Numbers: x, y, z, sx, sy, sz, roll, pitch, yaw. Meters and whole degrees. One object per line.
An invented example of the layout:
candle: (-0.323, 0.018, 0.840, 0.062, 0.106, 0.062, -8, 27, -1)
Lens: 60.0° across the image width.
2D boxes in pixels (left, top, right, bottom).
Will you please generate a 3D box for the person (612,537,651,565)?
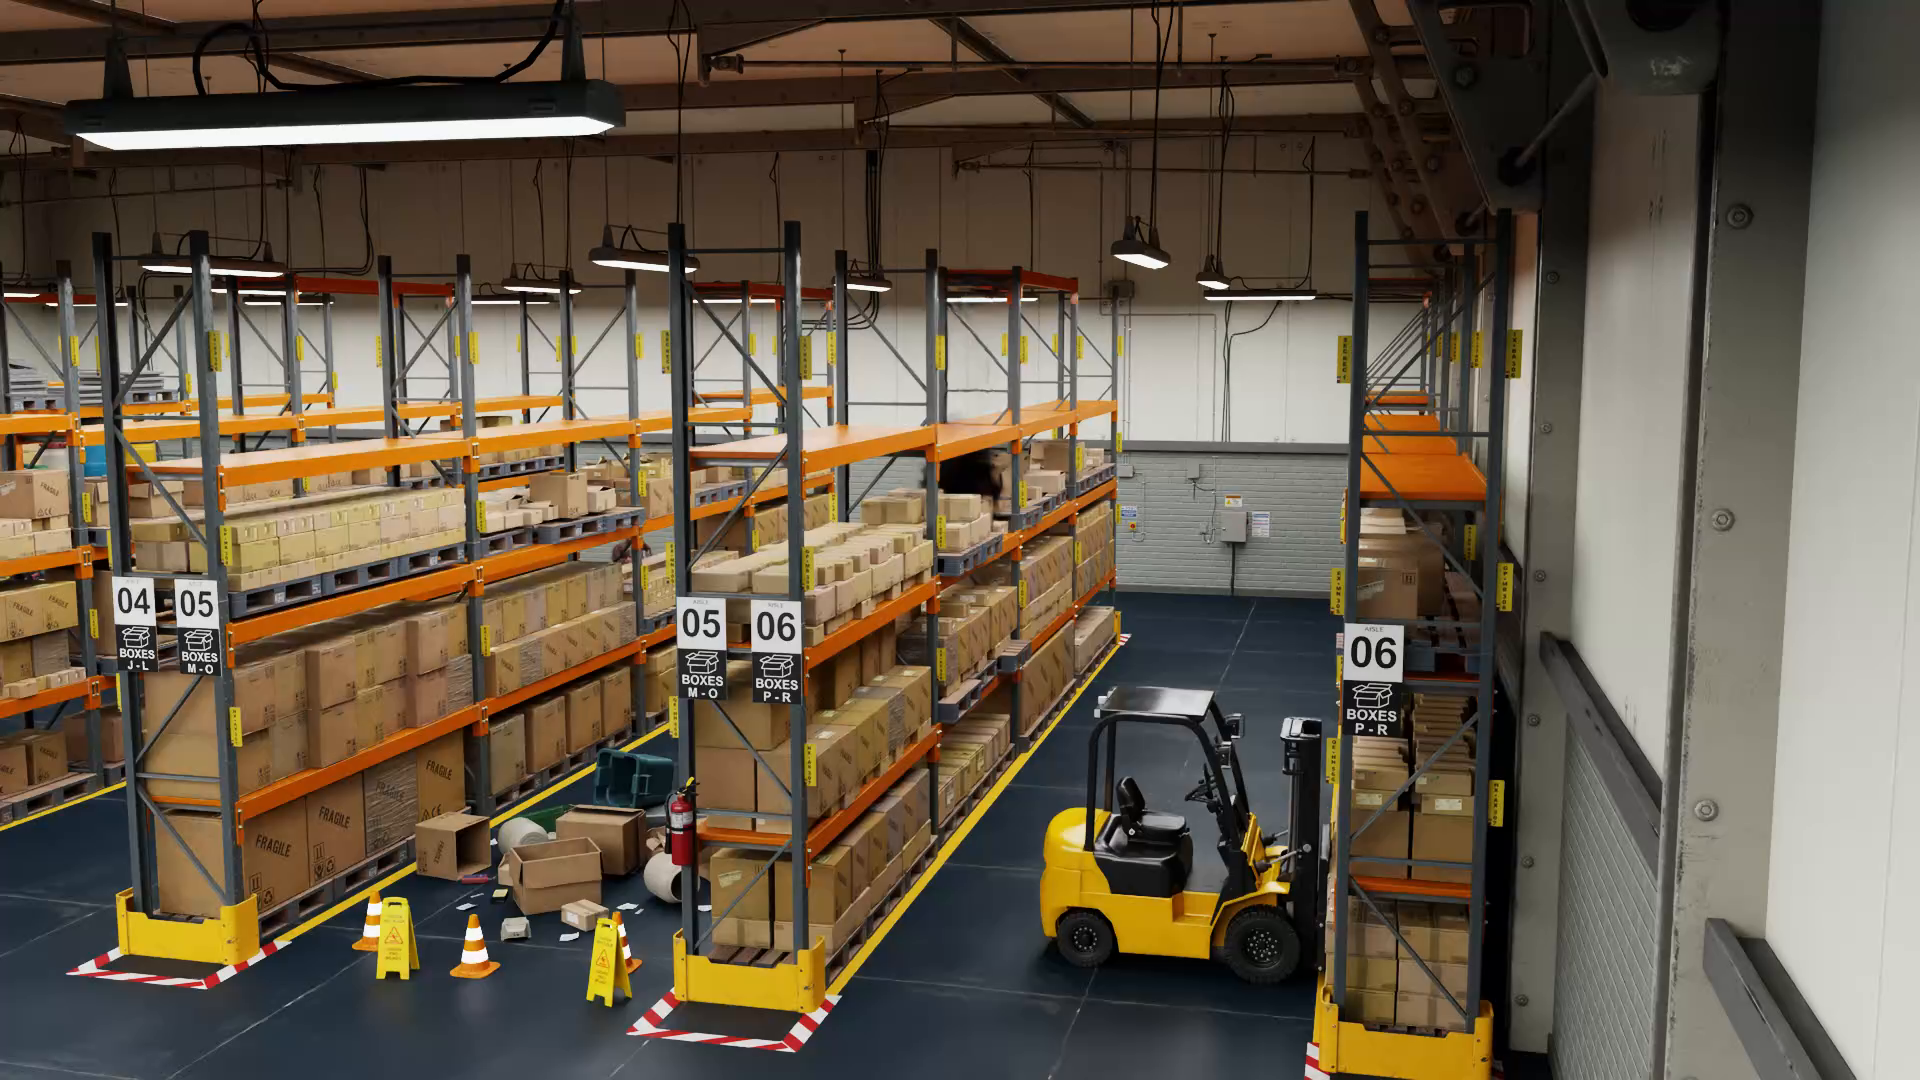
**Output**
person: (-5.864, 0.661, 29.973, 0.787, 1.806, 0.775, -1, 7, -10)
